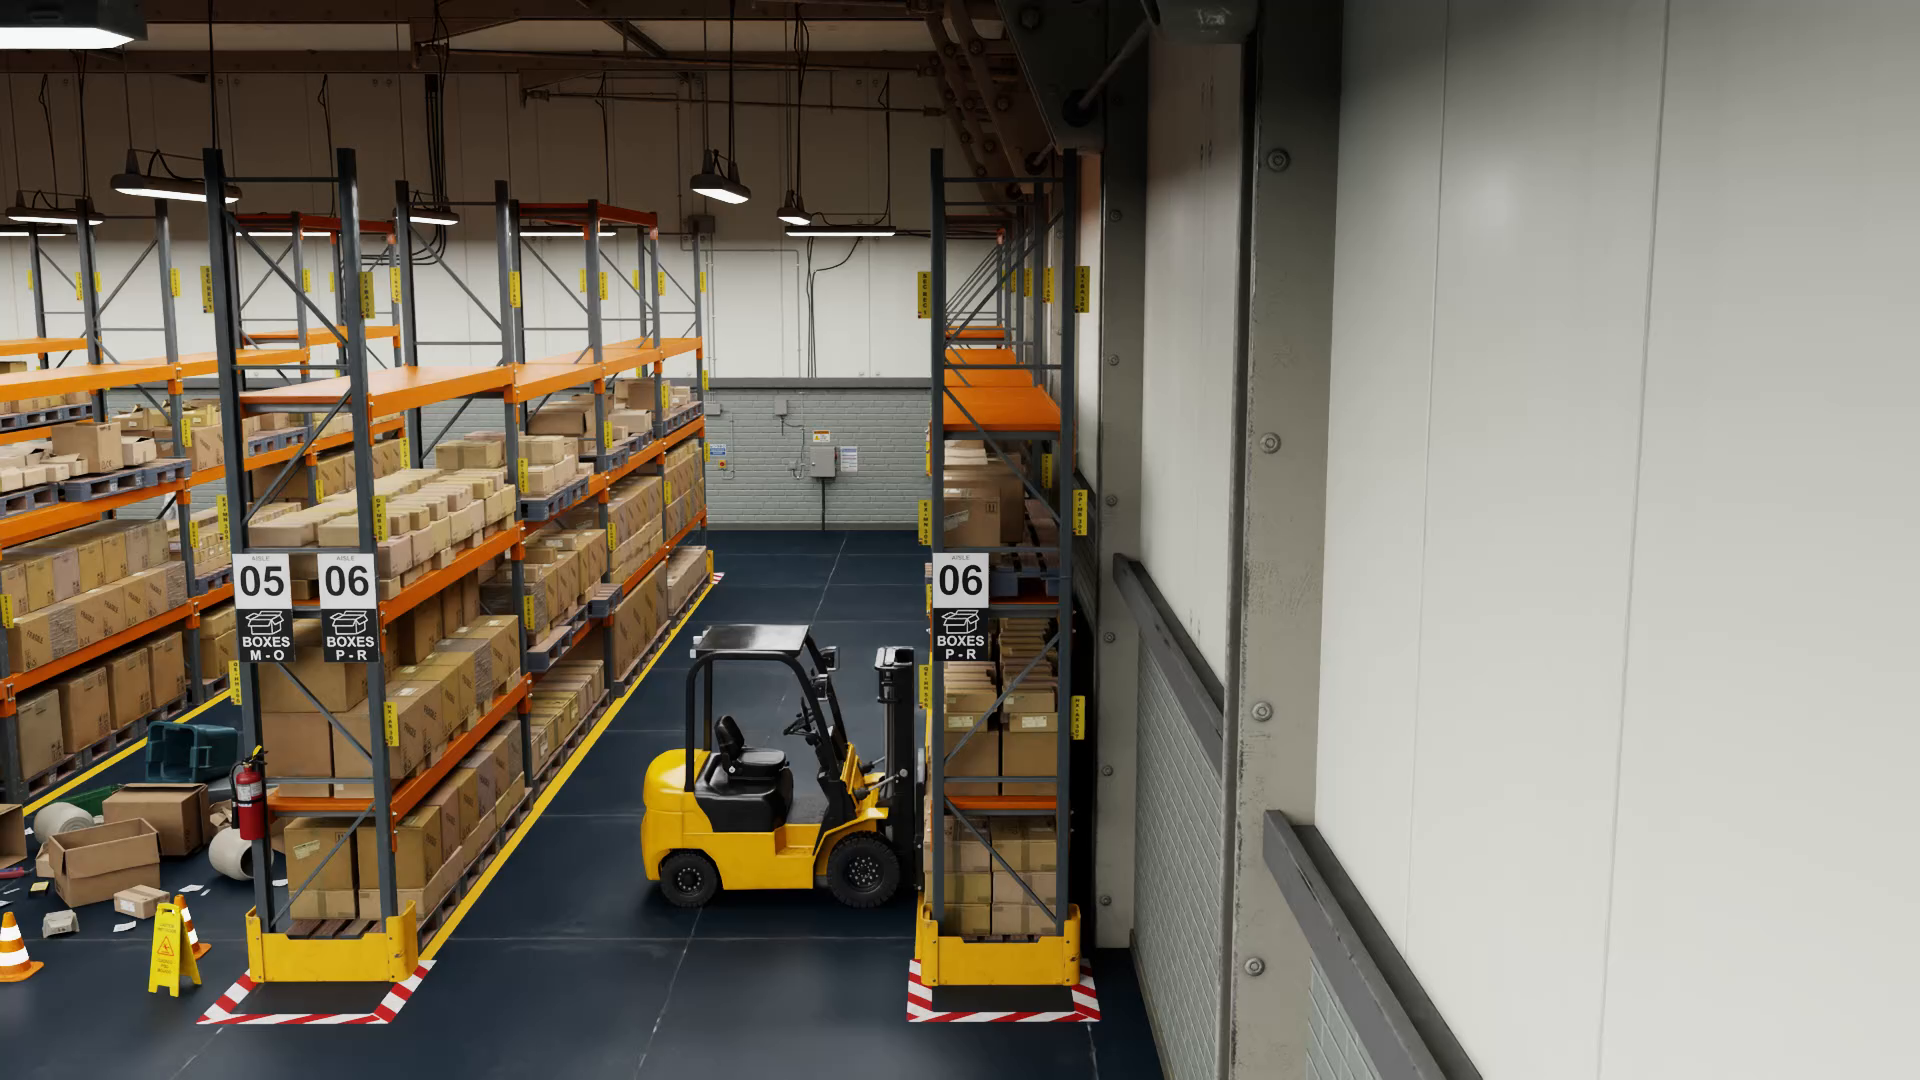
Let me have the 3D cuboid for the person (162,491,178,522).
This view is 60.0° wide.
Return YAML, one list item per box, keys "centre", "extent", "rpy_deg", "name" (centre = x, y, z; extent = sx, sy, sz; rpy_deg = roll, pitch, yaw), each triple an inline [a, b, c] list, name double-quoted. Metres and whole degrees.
- centre: [-14.622, -0.652, 30.960]
  extent: [0.577, 1.803, 0.414]
  rpy_deg: [2, 9, 11]
  name: "person"
